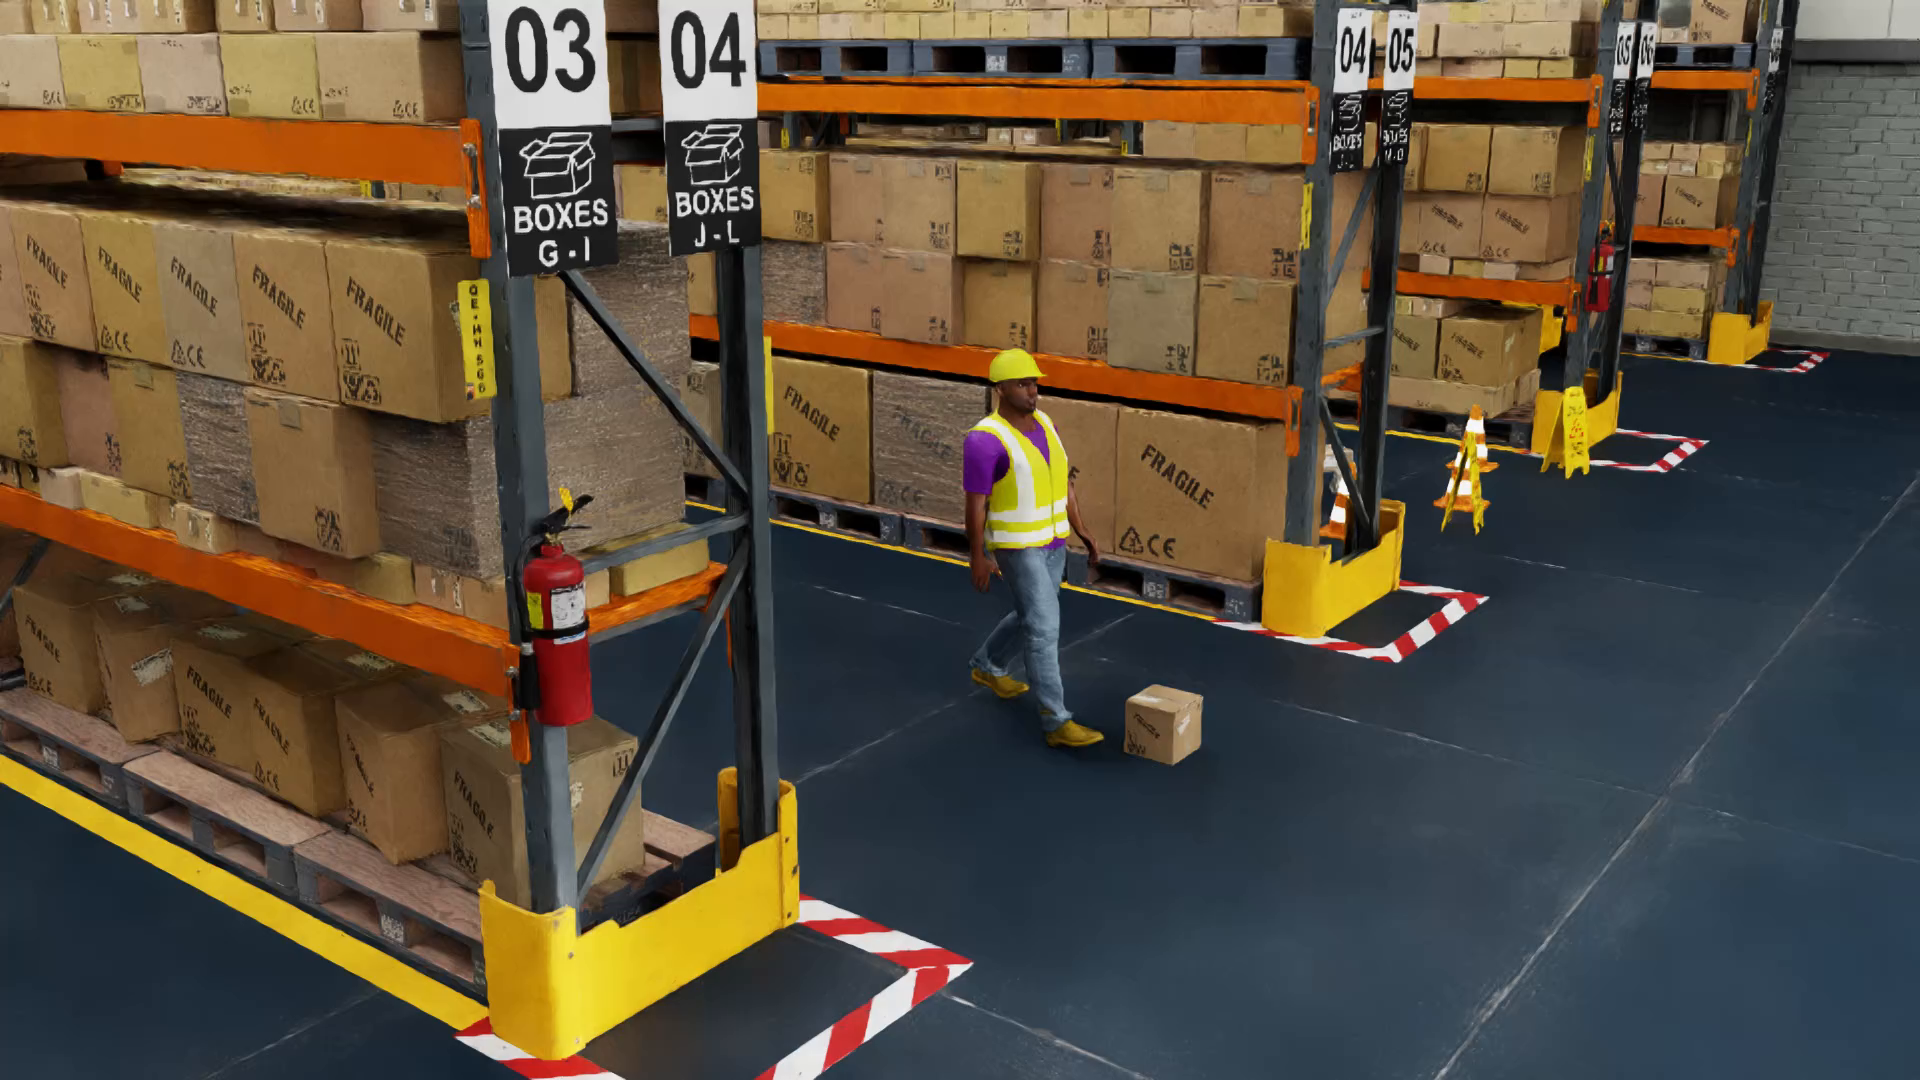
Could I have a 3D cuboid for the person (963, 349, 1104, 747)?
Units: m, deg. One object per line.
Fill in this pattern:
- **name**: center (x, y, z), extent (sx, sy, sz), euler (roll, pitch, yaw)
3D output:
- **person**: center (0.354, 0.019, 7.462), extent (0.908, 1.738, 0.570), euler (12, 20, 36)
